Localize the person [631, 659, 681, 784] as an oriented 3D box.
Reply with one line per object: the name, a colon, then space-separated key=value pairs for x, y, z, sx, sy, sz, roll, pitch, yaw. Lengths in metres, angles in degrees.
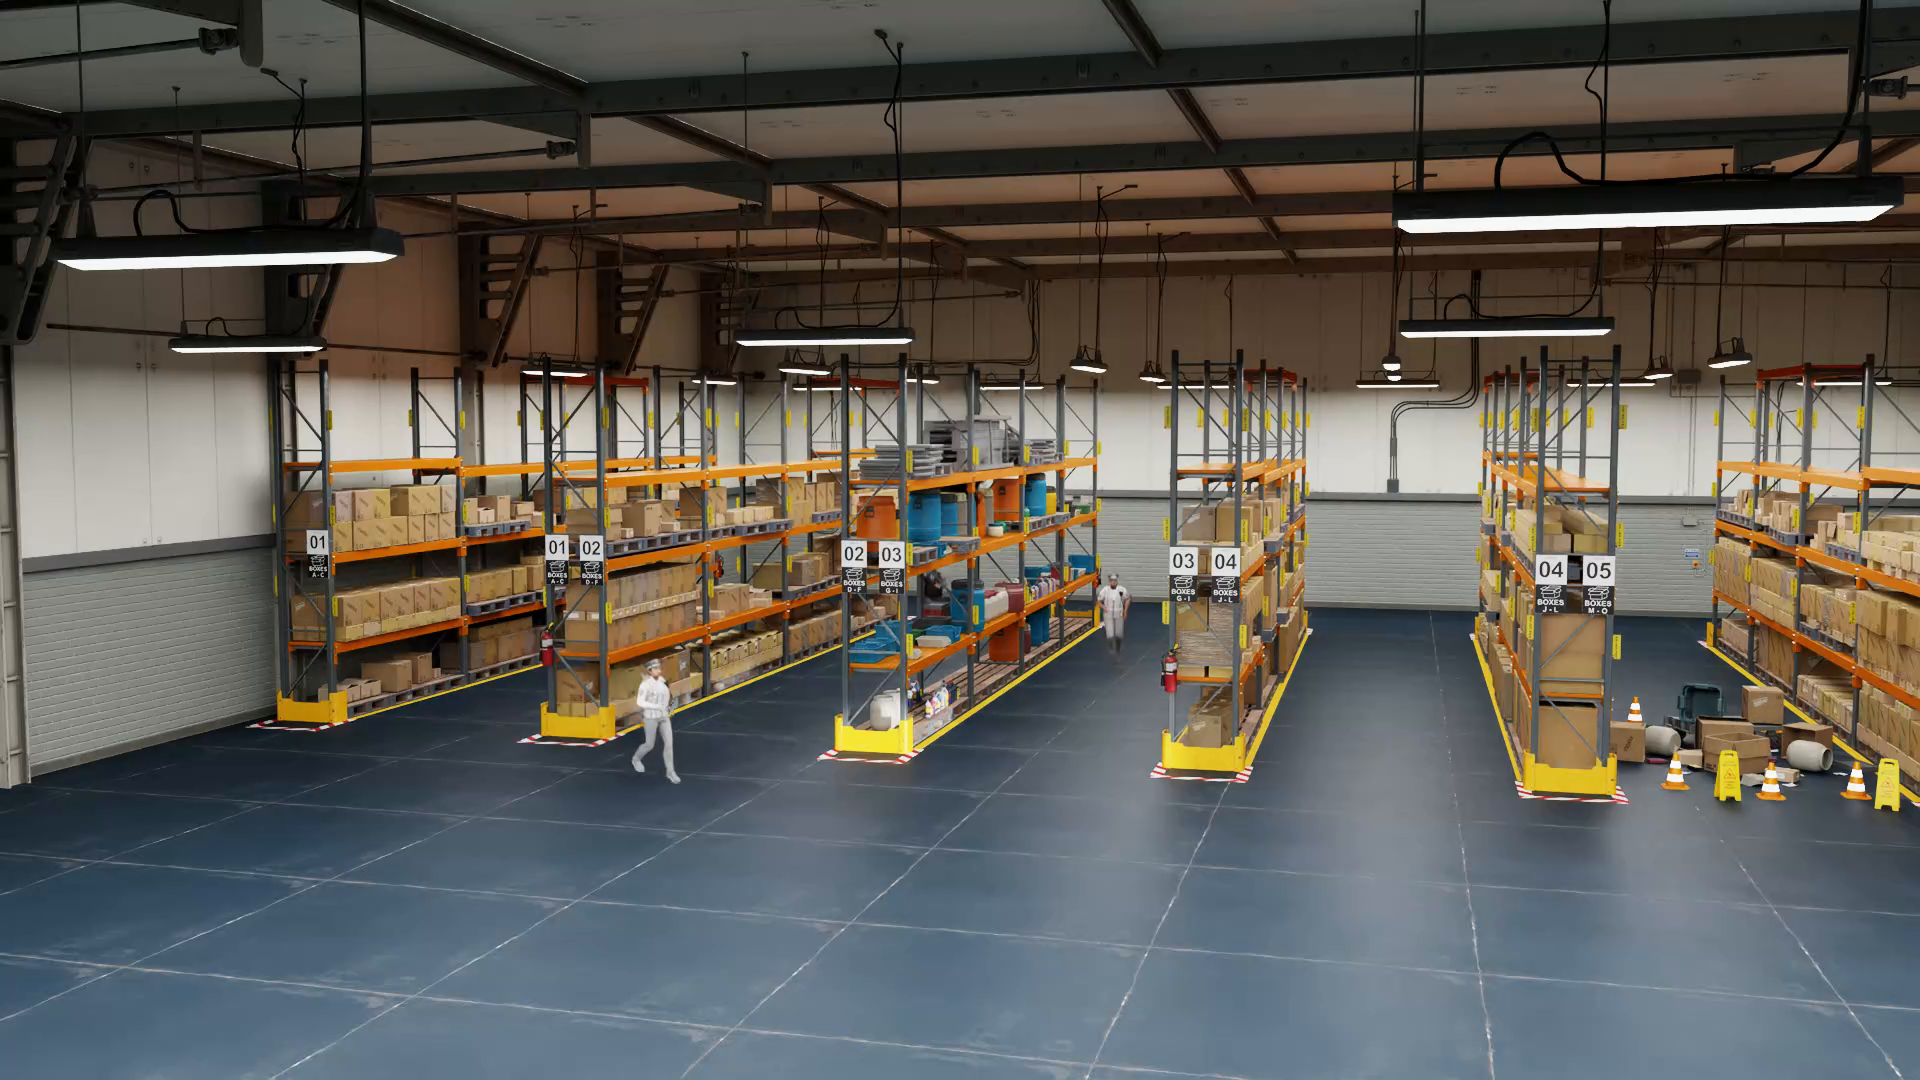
person: x=-4.225 y=2.490 z=23.123 sx=0.910 sy=1.711 sz=0.625 roll=4 pitch=6 yaw=42

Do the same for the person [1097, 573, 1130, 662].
person: x=3.084 y=1.561 z=33.473 sx=0.656 sy=1.809 sz=0.609 roll=1 pitch=4 yaw=8

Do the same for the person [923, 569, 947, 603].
person: x=-0.627 y=1.348 z=38.716 sx=0.663 sy=1.696 sz=0.958 roll=0 pitch=4 yaw=1
